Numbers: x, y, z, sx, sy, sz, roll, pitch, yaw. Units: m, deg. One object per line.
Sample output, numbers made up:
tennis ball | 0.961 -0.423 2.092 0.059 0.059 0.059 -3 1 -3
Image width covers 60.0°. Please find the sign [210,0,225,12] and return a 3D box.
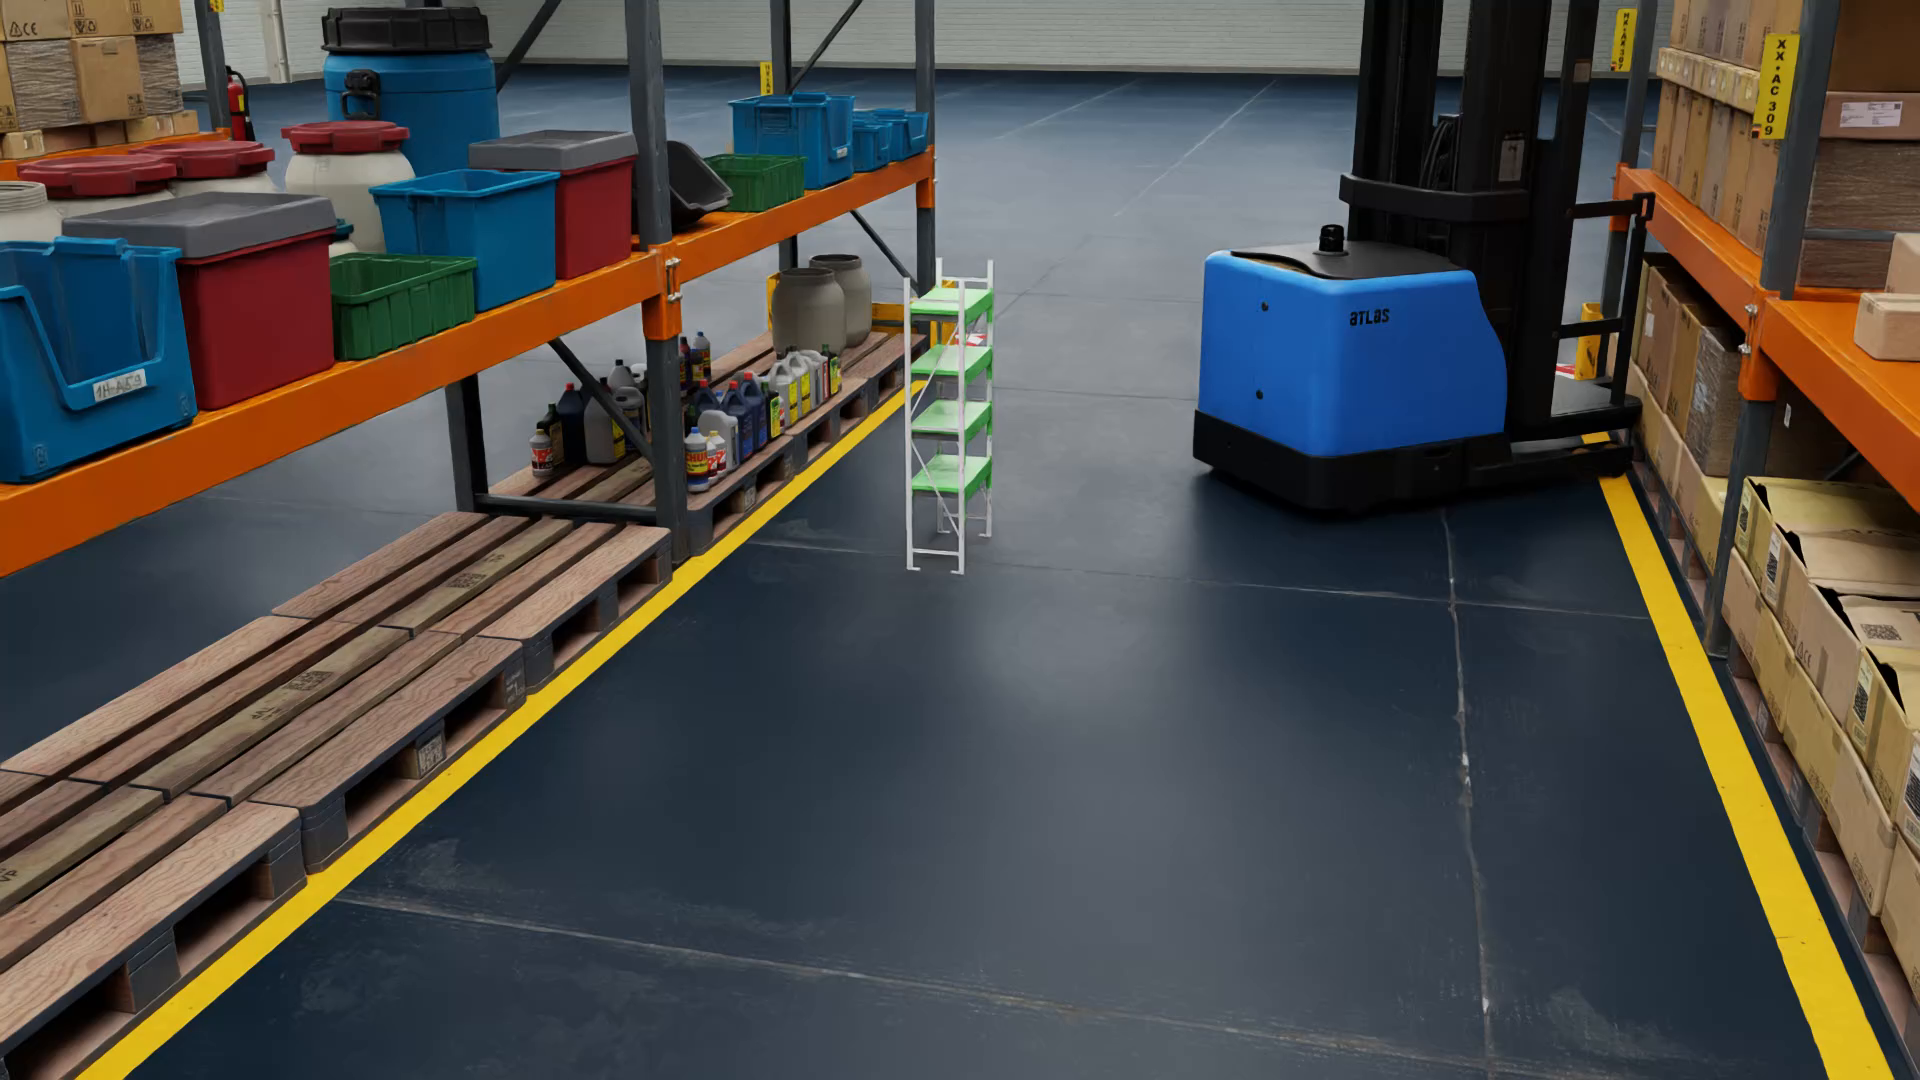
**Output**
sign | -4.922 -3.658 10.977 0.100 0.325 0.005 5 19 13

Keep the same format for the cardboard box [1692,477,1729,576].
cardboard box | 3.074 -0.034 6.250 0.500 0.250 0.500 5 19 13

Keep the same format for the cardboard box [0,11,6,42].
cardboard box | -5.722 -3.011 9.199 0.500 0.500 0.500 5 19 13

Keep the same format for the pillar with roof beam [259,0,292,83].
pillar with roof beam | -10.885 -14.059 34.426 9.100 9.000 0.400 5 19 13

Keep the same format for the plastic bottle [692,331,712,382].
plastic bottle | -1.398 -0.993 8.995 0.097 0.271 0.097 0 19 0

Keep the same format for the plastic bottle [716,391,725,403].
plastic bottle | -1.112 -0.558 7.722 0.097 0.271 0.097 0 19 0

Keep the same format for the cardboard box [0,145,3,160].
cardboard box | -5.718 -2.235 9.480 0.380 0.149 0.250 5 19 13

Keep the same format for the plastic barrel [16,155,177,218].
plastic barrel | -2.361 -0.782 4.627 0.433 0.535 0.433 0 19 0

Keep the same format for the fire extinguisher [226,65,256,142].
fire extinguisher | -4.981 -2.974 11.373 0.296 0.674 0.183 5 19 13

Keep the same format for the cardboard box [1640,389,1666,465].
cardboard box | 3.435 -0.504 7.628 0.500 0.250 0.500 5 19 13

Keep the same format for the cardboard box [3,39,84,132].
cardboard box | -5.786 -2.709 9.864 0.875 0.500 0.500 5 19 13

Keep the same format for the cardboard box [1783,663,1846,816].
cardboard box | 2.583 0.558 4.517 0.500 0.250 0.500 4 19 12

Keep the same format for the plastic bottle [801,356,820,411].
plastic bottle | -0.798 -0.809 8.447 0.152 0.276 0.135 4 19 12

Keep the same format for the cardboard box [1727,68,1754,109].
cardboard box | 3.343 -1.828 6.741 0.380 0.149 0.250 5 20 15

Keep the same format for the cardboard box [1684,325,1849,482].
cardboard box | 3.207 -0.545 6.585 0.500 0.500 0.500 5 19 13

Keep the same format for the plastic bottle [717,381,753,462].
plastic bottle | -1.030 -0.541 7.548 0.144 0.351 0.185 5 20 15

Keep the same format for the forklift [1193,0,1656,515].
forklift | 2.701 -1.805 7.937 3.031 2.935 1.130 -9 21 -24

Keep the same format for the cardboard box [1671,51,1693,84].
cardboard box | 3.721 -2.315 8.166 0.380 0.149 0.250 5 19 14

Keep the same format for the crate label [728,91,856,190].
crate label | -0.840 -2.038 8.460 0.502 0.435 0.616 5 19 13

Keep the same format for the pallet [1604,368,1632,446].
pallet | 4.003 -0.665 8.808 1.003 0.211 1.213 5 19 13

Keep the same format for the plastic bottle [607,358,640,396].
plastic bottle | -1.626 -0.707 8.034 0.144 0.351 0.185 5 19 13

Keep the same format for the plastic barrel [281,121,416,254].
plastic barrel | -2.076 -1.148 5.697 0.433 0.535 0.433 0 19 0

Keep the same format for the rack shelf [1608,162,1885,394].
rack shelf | 3.661 -1.260 7.349 1.077 0.370 4.000 5 19 13

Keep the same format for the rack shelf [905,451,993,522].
rack shelf | -0.040 -0.228 6.940 0.258 0.148 0.480 5 19 13

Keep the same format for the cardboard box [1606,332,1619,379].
cardboard box | 3.803 -0.975 9.004 0.500 0.250 0.500 5 19 13

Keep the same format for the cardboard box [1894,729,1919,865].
cardboard box | 2.331 0.612 3.492 0.500 0.311 0.500 5 19 13

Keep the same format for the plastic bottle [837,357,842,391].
plastic bottle | -0.676 -0.894 8.812 0.097 0.201 0.097 0 19 0

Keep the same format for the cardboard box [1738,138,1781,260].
cardboard box | 3.397 -1.326 6.276 0.700 0.500 0.500 4 19 13

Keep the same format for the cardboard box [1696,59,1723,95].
cardboard box | 3.532 -2.072 7.455 0.380 0.149 0.250 4 19 13

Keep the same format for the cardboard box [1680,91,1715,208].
cardboard box | 3.773 -1.809 7.689 0.700 0.500 0.500 5 19 14

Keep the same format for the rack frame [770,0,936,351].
rack frame | -0.653 -2.620 10.217 1.000 3.000 0.127 5 19 13

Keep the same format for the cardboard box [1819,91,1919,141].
cardboard box | 3.031 -1.430 5.576 0.380 0.149 0.250 5 19 13

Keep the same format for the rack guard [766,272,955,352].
rack guard | -0.626 -1.409 10.541 1.175 0.500 0.348 5 19 13

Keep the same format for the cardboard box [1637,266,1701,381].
cardboard box | 3.573 -1.015 7.962 0.500 0.500 0.500 5 19 13

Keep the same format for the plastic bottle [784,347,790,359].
plastic bottle | -0.868 -0.864 8.598 0.061 0.283 0.133 5 19 13

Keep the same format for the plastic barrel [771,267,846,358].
plastic barrel | -0.862 -1.272 9.470 0.421 0.512 0.421 0 19 0

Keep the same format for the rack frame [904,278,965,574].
rack frame | -0.100 -0.439 6.618 0.240 1.200 0.015 5 19 13

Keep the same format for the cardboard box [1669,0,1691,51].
cardboard box | 4.010 -2.727 8.369 0.700 0.500 0.500 5 19 14

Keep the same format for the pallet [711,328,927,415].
pallet | -0.829 -1.019 9.843 1.003 0.211 1.213 5 19 13

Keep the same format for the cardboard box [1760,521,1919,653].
cardboard box | 2.702 0.130 4.904 0.500 0.311 0.500 4 19 13

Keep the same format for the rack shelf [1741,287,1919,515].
rack shelf | 2.684 -0.006 3.679 1.077 0.370 4.000 5 19 13

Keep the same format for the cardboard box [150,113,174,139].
cardboard box | -5.387 -2.708 10.864 0.380 0.149 0.250 5 19 13

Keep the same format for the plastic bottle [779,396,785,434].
plastic bottle | -0.892 -0.616 8.000 0.097 0.201 0.097 0 19 0

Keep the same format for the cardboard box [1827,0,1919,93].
cardboard box | 3.275 -1.775 5.581 0.700 0.500 0.500 5 19 14

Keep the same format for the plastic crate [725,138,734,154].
plastic crate | -1.183 -2.240 9.513 0.298 0.136 0.250 5 19 13

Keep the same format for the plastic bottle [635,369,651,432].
plastic bottle | -1.521 -0.675 8.044 0.061 0.283 0.133 5 19 13

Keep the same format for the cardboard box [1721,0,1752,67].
cardboard box | 3.642 -2.247 6.962 0.700 0.500 0.500 5 19 13

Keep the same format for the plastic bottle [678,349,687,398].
plastic bottle | -1.482 -0.886 8.681 0.097 0.271 0.097 0 19 0

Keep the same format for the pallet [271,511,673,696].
pallet | -1.784 0.203 6.268 1.003 0.211 1.213 5 19 13

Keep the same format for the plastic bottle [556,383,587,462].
plastic bottle | -1.752 -0.545 7.561 0.144 0.351 0.185 4 19 12

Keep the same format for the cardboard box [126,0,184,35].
cardboard box | -5.350 -3.480 10.575 0.500 0.500 0.500 5 19 13

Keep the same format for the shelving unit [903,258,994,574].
shelving unit | -0.040 -0.516 6.842 0.258 1.200 0.503 5 19 13

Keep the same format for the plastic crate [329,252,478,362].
plastic crate | -1.782 -0.698 4.917 0.450 0.188 0.662 5 19 13

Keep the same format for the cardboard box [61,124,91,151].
cardboard box | -5.575 -2.474 10.177 0.380 0.149 0.250 5 19 13

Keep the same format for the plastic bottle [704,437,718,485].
plastic bottle | -1.102 -0.347 7.212 0.097 0.201 0.097 0 19 0
